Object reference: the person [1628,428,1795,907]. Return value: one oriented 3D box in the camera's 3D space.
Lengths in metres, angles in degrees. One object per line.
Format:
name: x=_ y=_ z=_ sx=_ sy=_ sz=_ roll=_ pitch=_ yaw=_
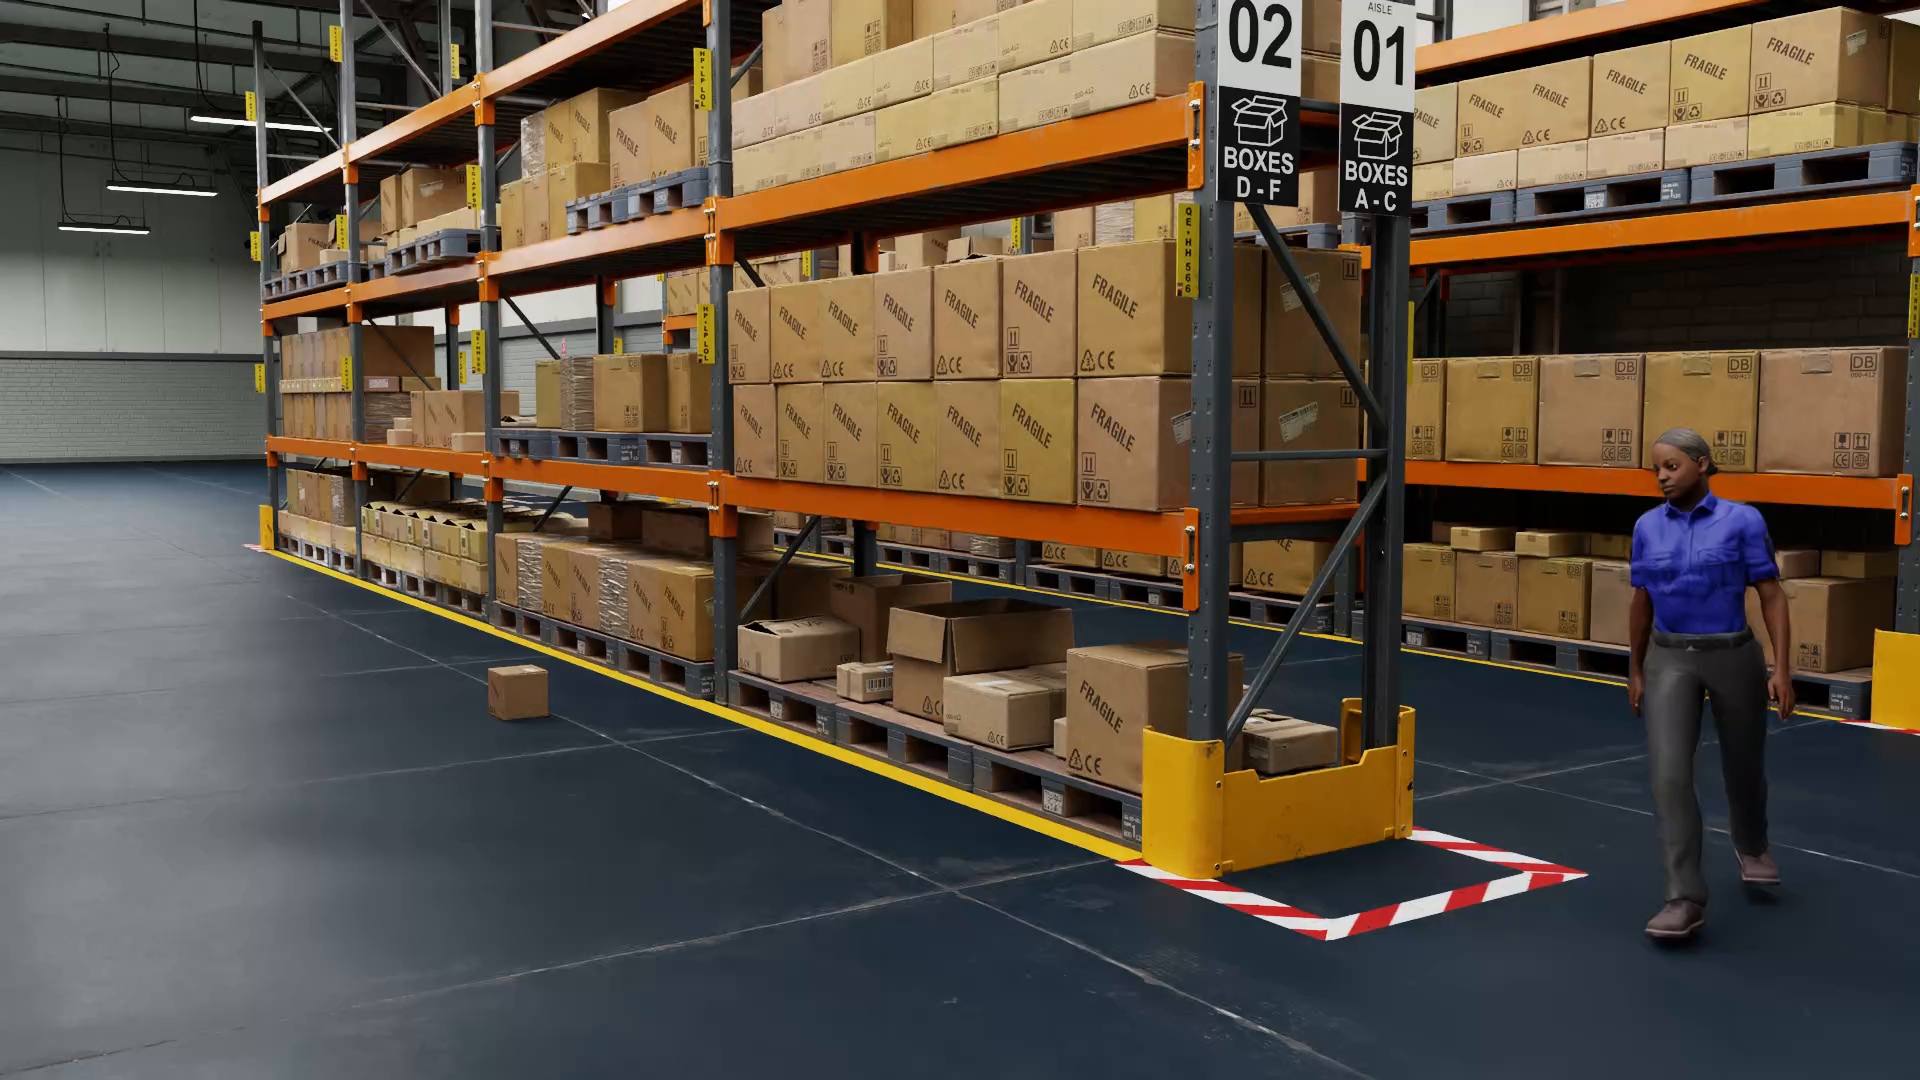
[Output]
person: x=2.506 y=0.405 z=5.546 sx=0.530 sy=1.554 sz=0.806 roll=3 pitch=5 yaw=30
